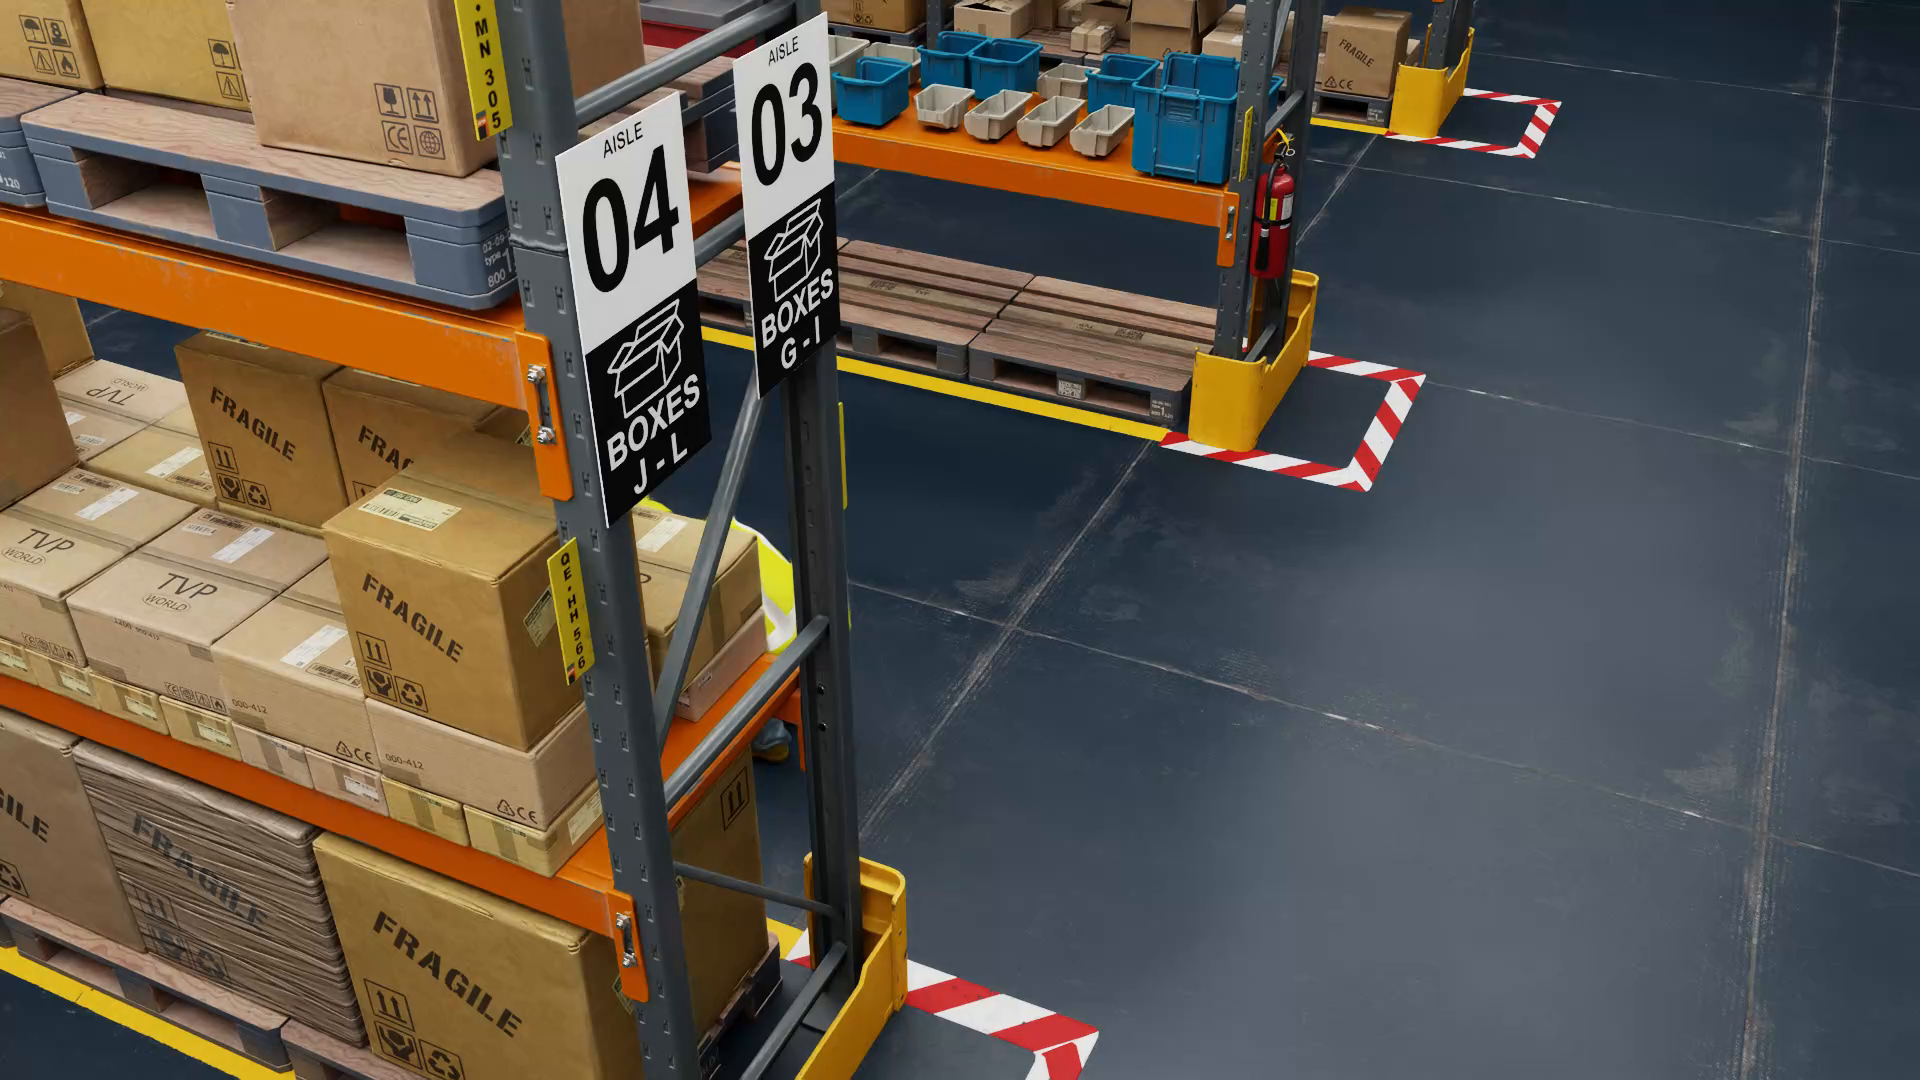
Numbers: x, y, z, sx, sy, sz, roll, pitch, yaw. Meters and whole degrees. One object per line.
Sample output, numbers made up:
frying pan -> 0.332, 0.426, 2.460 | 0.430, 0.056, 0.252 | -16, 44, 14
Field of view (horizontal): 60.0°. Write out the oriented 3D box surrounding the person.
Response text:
person -> -0.894, 0.328, 6.324 | 0.889, 1.000, 0.585 | 14, 36, 20
